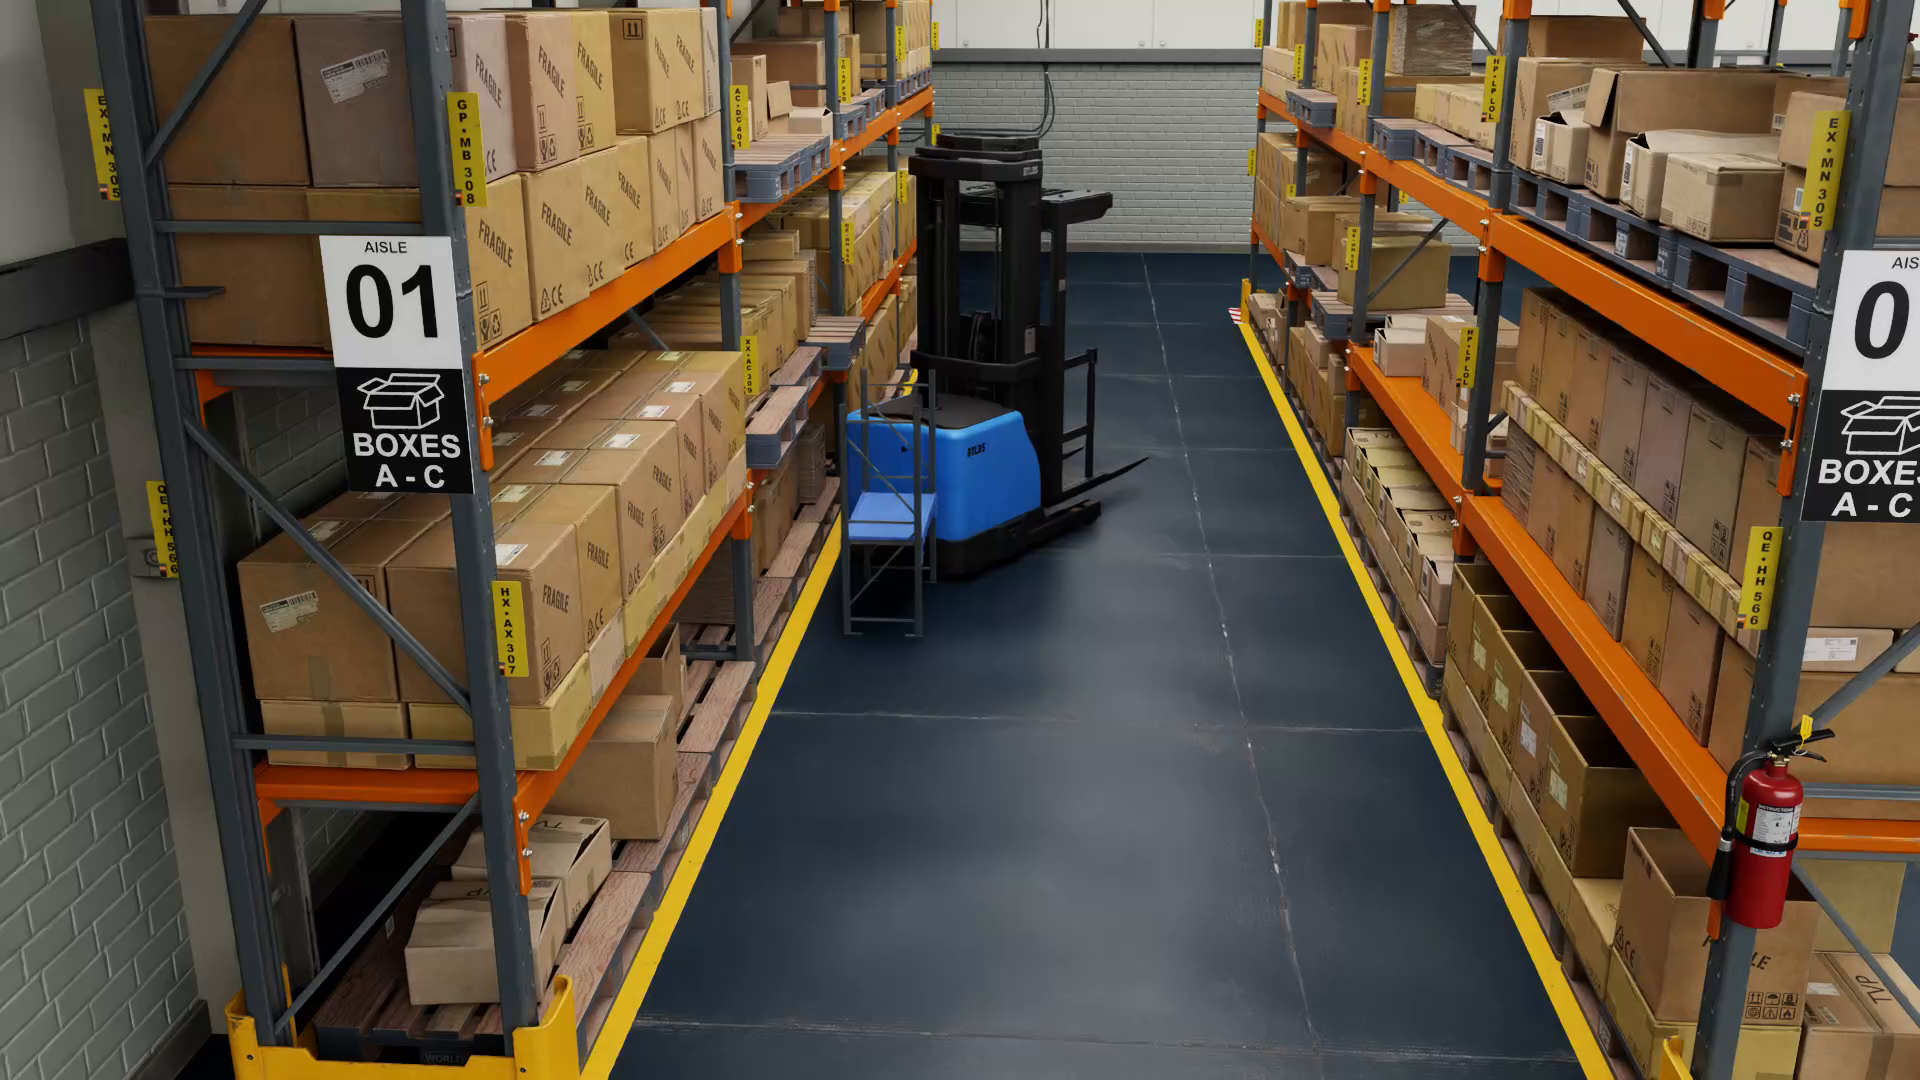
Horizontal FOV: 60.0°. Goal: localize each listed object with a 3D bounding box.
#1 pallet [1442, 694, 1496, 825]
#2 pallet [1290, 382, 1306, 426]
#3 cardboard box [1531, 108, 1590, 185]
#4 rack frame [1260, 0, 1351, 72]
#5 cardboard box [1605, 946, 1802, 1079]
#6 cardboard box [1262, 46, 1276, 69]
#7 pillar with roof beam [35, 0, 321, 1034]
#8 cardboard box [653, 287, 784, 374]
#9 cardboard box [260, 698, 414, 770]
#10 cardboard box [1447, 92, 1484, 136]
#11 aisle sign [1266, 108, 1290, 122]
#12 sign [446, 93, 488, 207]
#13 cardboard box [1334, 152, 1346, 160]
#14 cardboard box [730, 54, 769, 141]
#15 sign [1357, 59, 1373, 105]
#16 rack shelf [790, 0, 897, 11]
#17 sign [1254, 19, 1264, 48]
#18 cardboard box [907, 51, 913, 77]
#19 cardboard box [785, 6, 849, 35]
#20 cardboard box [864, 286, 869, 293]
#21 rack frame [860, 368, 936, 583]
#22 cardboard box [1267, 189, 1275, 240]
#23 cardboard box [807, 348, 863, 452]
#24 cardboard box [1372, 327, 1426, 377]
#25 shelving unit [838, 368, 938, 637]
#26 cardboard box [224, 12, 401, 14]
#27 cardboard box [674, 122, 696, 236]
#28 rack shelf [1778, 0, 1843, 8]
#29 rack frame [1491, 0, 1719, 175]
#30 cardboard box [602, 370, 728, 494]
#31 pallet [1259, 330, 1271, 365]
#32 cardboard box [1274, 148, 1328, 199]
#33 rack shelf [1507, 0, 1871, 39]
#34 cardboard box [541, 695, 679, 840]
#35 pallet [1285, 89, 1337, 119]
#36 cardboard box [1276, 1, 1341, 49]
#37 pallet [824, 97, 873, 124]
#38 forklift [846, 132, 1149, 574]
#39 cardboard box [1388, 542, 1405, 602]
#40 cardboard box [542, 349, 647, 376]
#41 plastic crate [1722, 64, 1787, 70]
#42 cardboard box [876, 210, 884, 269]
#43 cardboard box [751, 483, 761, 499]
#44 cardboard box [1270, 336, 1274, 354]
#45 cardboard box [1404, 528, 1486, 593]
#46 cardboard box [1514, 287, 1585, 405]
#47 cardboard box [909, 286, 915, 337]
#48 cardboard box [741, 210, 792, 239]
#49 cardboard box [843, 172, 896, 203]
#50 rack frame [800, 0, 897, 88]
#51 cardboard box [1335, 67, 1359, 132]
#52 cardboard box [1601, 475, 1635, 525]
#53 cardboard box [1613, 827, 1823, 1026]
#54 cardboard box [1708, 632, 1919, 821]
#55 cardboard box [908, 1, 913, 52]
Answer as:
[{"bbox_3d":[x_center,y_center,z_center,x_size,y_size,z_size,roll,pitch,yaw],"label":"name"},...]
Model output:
[{"bbox_3d":[3.141,1.124,8.652,1.003,0.211,1.213,1,18,4],"label":"pallet"},{"bbox_3d":[3.792,-1.353,16.212,1.003,0.211,1.213,1,18,4],"label":"pallet"},{"bbox_3d":[2.902,-1.778,7.457,0.500,0.311,0.500,0,18,1],"label":"cardboard box"},{"bbox_3d":[4.100,-7.024,19.409,1.000,3.000,0.127,1,18,4],"label":"rack frame"},{"bbox_3d":[2.697,1.730,6.069,0.500,0.250,0.500,1,18,4],"label":"cardboard box"},{"bbox_3d":[3.803,-5.612,19.352,0.500,0.250,0.500,1,18,4],"label":"cardboard box"},{"bbox_3d":[1.493,-2.305,5.007,9.100,9.000,0.400,1,18,4],"label":"pillar with roof beam"},{"bbox_3d":[-1.568,-1.349,10.854,0.700,0.500,0.500,4,19,11],"label":"cardboard box"},{"bbox_3d":[-2.148,0.598,5.988,0.500,0.250,0.500,2,18,5],"label":"cardboard box"},{"bbox_3d":[3.478,-2.760,10.778,0.500,0.250,0.500,1,18,3],"label":"cardboard box"},{"bbox_3d":[3.812,-5.437,20.023,0.394,0.787,0.004,1,18,4],"label":"aisle sign"},{"bbox_3d":[-1.447,-1.143,4.872,0.100,0.325,0.005,1,18,4],"label":"sign"},{"bbox_3d":[4.164,-3.754,17.297,0.500,0.500,0.500,1,18,2],"label":"cardboard box"},{"bbox_3d":[-1.494,-2.780,10.437,0.500,0.500,0.500,1,18,2],"label":"cardboard box"},{"bbox_3d":[2.985,-3.373,12.252,0.100,0.325,0.005,1,18,4],"label":"sign"},{"bbox_3d":[-1.271,-4.739,14.230,1.077,0.370,4.000,1,18,4],"label":"rack shelf"},{"bbox_3d":[3.559,-6.026,19.777,0.100,0.325,0.005,1,18,4],"label":"sign"},{"bbox_3d":[-0.765,-5.009,17.480,0.500,0.250,0.500,1,18,3],"label":"cardboard box"},{"bbox_3d":[-1.322,-4.809,15.393,0.500,0.250,0.500,3,18,8],"label":"cardboard box"},{"bbox_3d":[-1.035,-2.344,15.130,0.380,0.149,0.250,2,18,6],"label":"cardboard box"},{"bbox_3d":[-0.414,-0.423,11.304,0.500,1.500,0.032,1,18,4],"label":"rack frame"},{"bbox_3d":[3.697,-3.618,18.486,0.500,0.500,0.500,2,18,5],"label":"cardboard box"},{"bbox_3d":[-1.231,-1.202,14.052,0.750,0.750,0.750,1,18,3],"label":"cardboard box"},{"bbox_3d":[3.269,-1.373,11.940,0.500,0.311,0.500,1,18,3],"label":"cardboard box"},{"bbox_3d":[-0.452,-0.265,10.822,0.538,1.500,1.048,1,18,4],"label":"shelving unit"},{"bbox_3d":[-2.190,-1.581,5.814,0.500,0.500,0.500,2,18,7],"label":"cardboard box"},{"bbox_3d":[-1.540,-1.719,7.843,0.500,0.500,0.500,0,18,-1],"label":"cardboard box"},{"bbox_3d":[8.897,-5.760,17.347,1.077,0.370,4.000,1,18,4],"label":"rack shelf"},{"bbox_3d":[3.240,-3.298,8.035,1.000,3.000,0.127,1,18,4],"label":"rack frame"},{"bbox_3d":[-1.457,-0.542,8.264,0.500,0.500,0.500,1,18,4],"label":"cardboard box"},{"bbox_3d":[3.948,-2.199,18.796,1.003,0.211,1.213,1,18,4],"label":"pallet"},{"bbox_3d":[3.661,-3.933,17.841,0.500,0.500,0.500,1,18,4],"label":"cardboard box"},{"bbox_3d":[3.096,-2.144,6.313,1.077,0.370,4.000,1,18,4],"label":"rack shelf"},{"bbox_3d":[-1.706,1.048,7.714,0.700,0.500,0.500,0,18,0],"label":"cardboard box"},{"bbox_3d":[3.696,-4.066,15.501,1.213,0.211,1.003,1,18,4],"label":"pallet"},{"bbox_3d":[3.959,-5.808,18.749,0.700,0.500,0.500,1,18,4],"label":"cardboard box"},{"bbox_3d":[-1.344,-3.683,14.331,1.003,0.211,1.213,2,18,6],"label":"pallet"},{"bbox_3d":[0.431,-1.553,12.455,1.130,2.935,3.031,12,22,33],"label":"forklift"},{"bbox_3d":[3.054,0.209,10.709,0.500,0.250,0.500,2,18,5],"label":"cardboard box"},{"bbox_3d":[-1.944,-0.709,8.775,0.500,0.500,0.500,1,18,3],"label":"cardboard box"},{"bbox_3d":[8.657,-4.989,18.115,0.504,0.338,0.767,1,18,4],"label":"plastic crate"},{"bbox_3d":[-0.981,-2.776,15.406,0.500,0.500,0.500,1,18,4],"label":"cardboard box"},{"bbox_3d":[-1.604,-0.461,11.117,0.500,0.250,0.500,1,18,2],"label":"cardboard box"},{"bbox_3d":[3.538,-2.087,17.846,0.380,0.149,0.250,1,18,4],"label":"cardboard box"},{"bbox_3d":[3.014,0.100,10.141,0.500,0.311,0.500,2,18,5],"label":"cardboard box"},{"bbox_3d":[3.214,-0.973,8.330,0.700,0.500,0.500,1,18,4],"label":"cardboard box"},{"bbox_3d":[-0.894,-2.598,18.874,0.700,0.500,0.500,2,18,5],"label":"cardboard box"},{"bbox_3d":[-1.641,-2.500,13.360,0.500,0.250,0.500,2,18,5],"label":"cardboard box"},{"bbox_3d":[-0.906,-3.445,16.244,0.500,0.250,0.500,2,18,5],"label":"cardboard box"},{"bbox_3d":[-1.128,-5.892,15.952,1.000,3.000,0.127,1,18,4],"label":"rack frame"},{"bbox_3d":[3.598,-3.618,13.670,0.910,0.500,0.500,1,18,4],"label":"cardboard box"},{"bbox_3d":[2.899,-0.165,6.907,0.380,0.149,0.250,1,18,3],"label":"cardboard box"},{"bbox_3d":[2.694,1.373,5.952,0.500,0.500,0.500,1,18,4],"label":"cardboard box"},{"bbox_3d":[2.999,0.603,5.604,0.700,0.500,0.500,1,18,4],"label":"cardboard box"},{"bbox_3d":[-0.767,-5.373,17.388,0.500,0.500,0.500,1,18,3],"label":"cardboard box"}]
